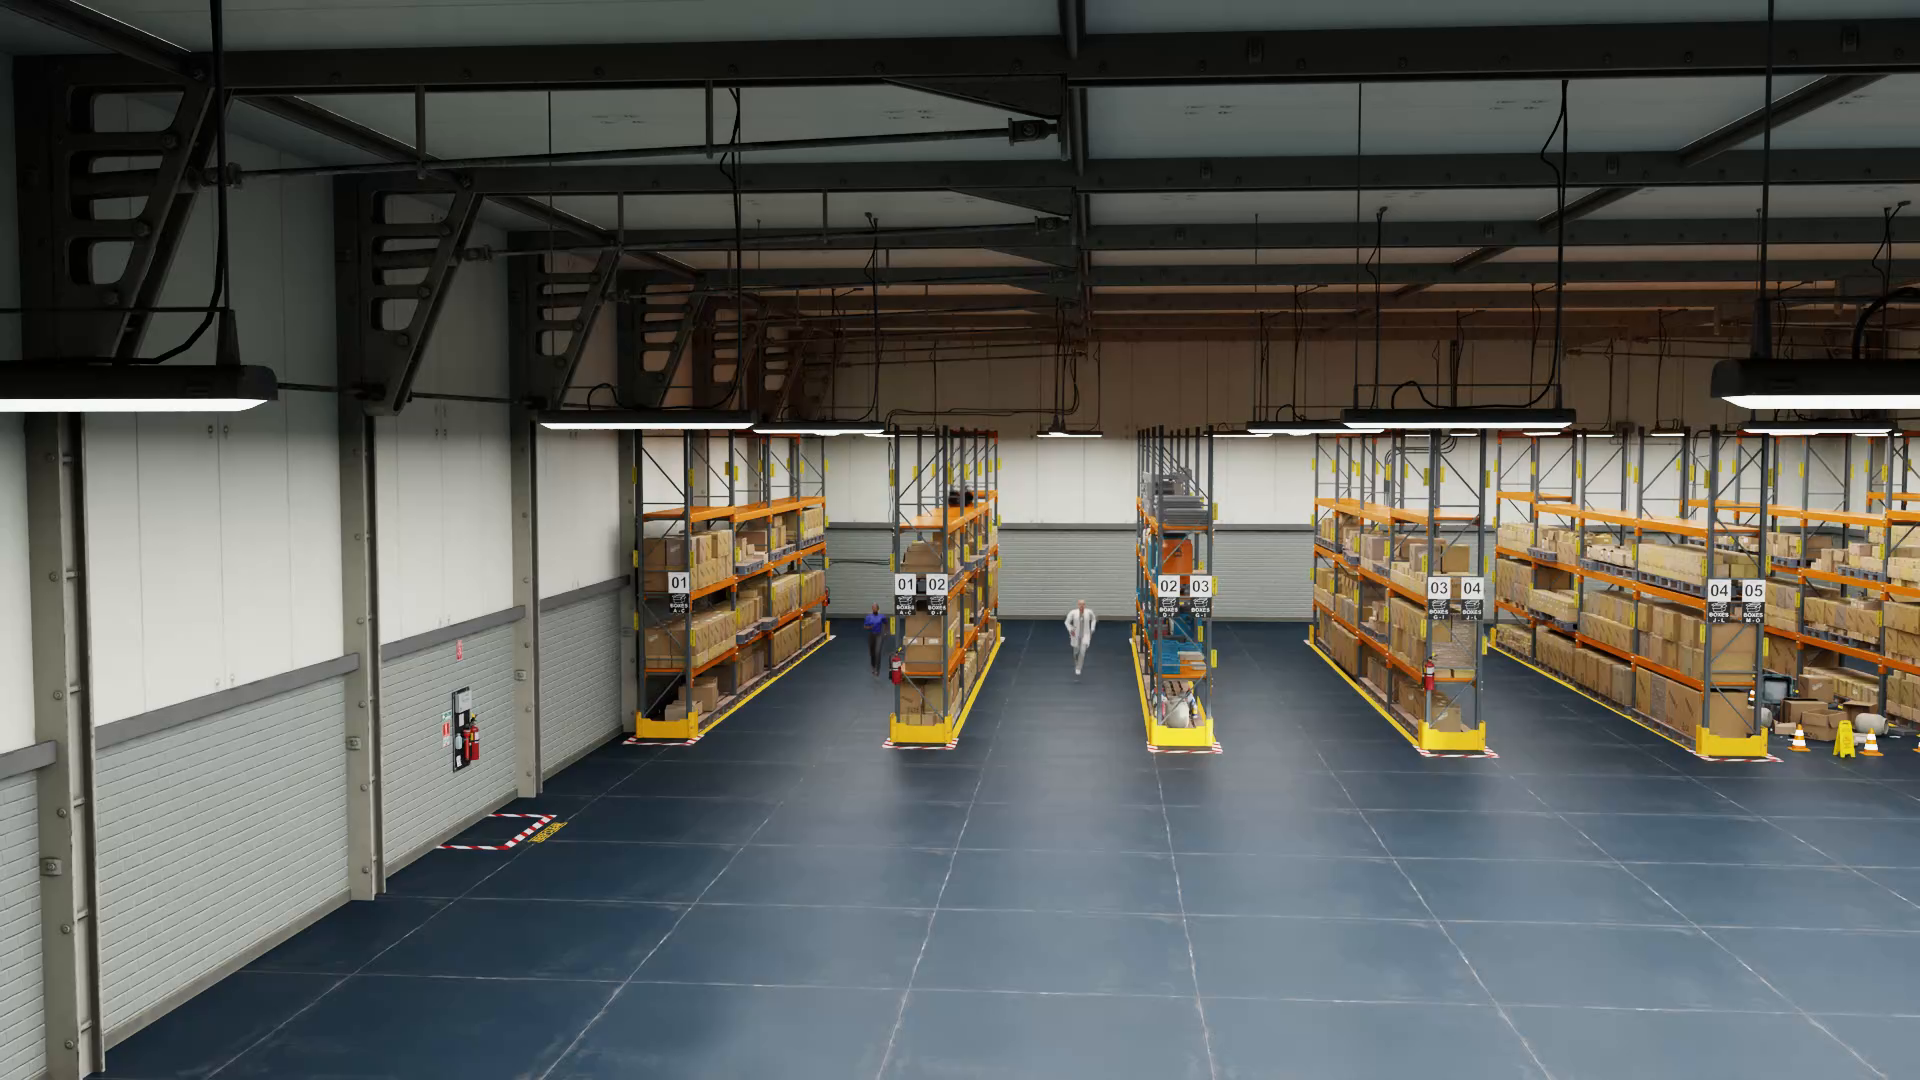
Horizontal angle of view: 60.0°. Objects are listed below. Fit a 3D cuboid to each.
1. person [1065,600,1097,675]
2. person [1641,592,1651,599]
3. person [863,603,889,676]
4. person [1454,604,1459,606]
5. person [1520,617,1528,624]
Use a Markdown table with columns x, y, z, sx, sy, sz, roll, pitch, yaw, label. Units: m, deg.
| x | y | z | sx | sy | sz | roll | pitch | yaw | label |
| --- | --- | --- | --- | --- | --- | --- | --- | --- | --- |
| 2.834 | 2.286 | 38.992 | 0.739 | 1.644 | 0.897 | 0 | 3 | 2 | person |
| 19.722 | 1.966 | 48.202 | 0.602 | 1.741 | 0.666 | -1 | 4 | -18 | person |
| -1.969 | 2.322 | 38.743 | 0.575 | 1.688 | 0.907 | 0 | 3 | 4 | person |
| 13.622 | 2.185 | 46.568 | 0.685 | 1.473 | 0.465 | 2 | 4 | 34 | person |
| 16.213 | 2.078 | 47.379 | 0.608 | 1.595 | 0.520 | -3 | 4 | -38 | person |
